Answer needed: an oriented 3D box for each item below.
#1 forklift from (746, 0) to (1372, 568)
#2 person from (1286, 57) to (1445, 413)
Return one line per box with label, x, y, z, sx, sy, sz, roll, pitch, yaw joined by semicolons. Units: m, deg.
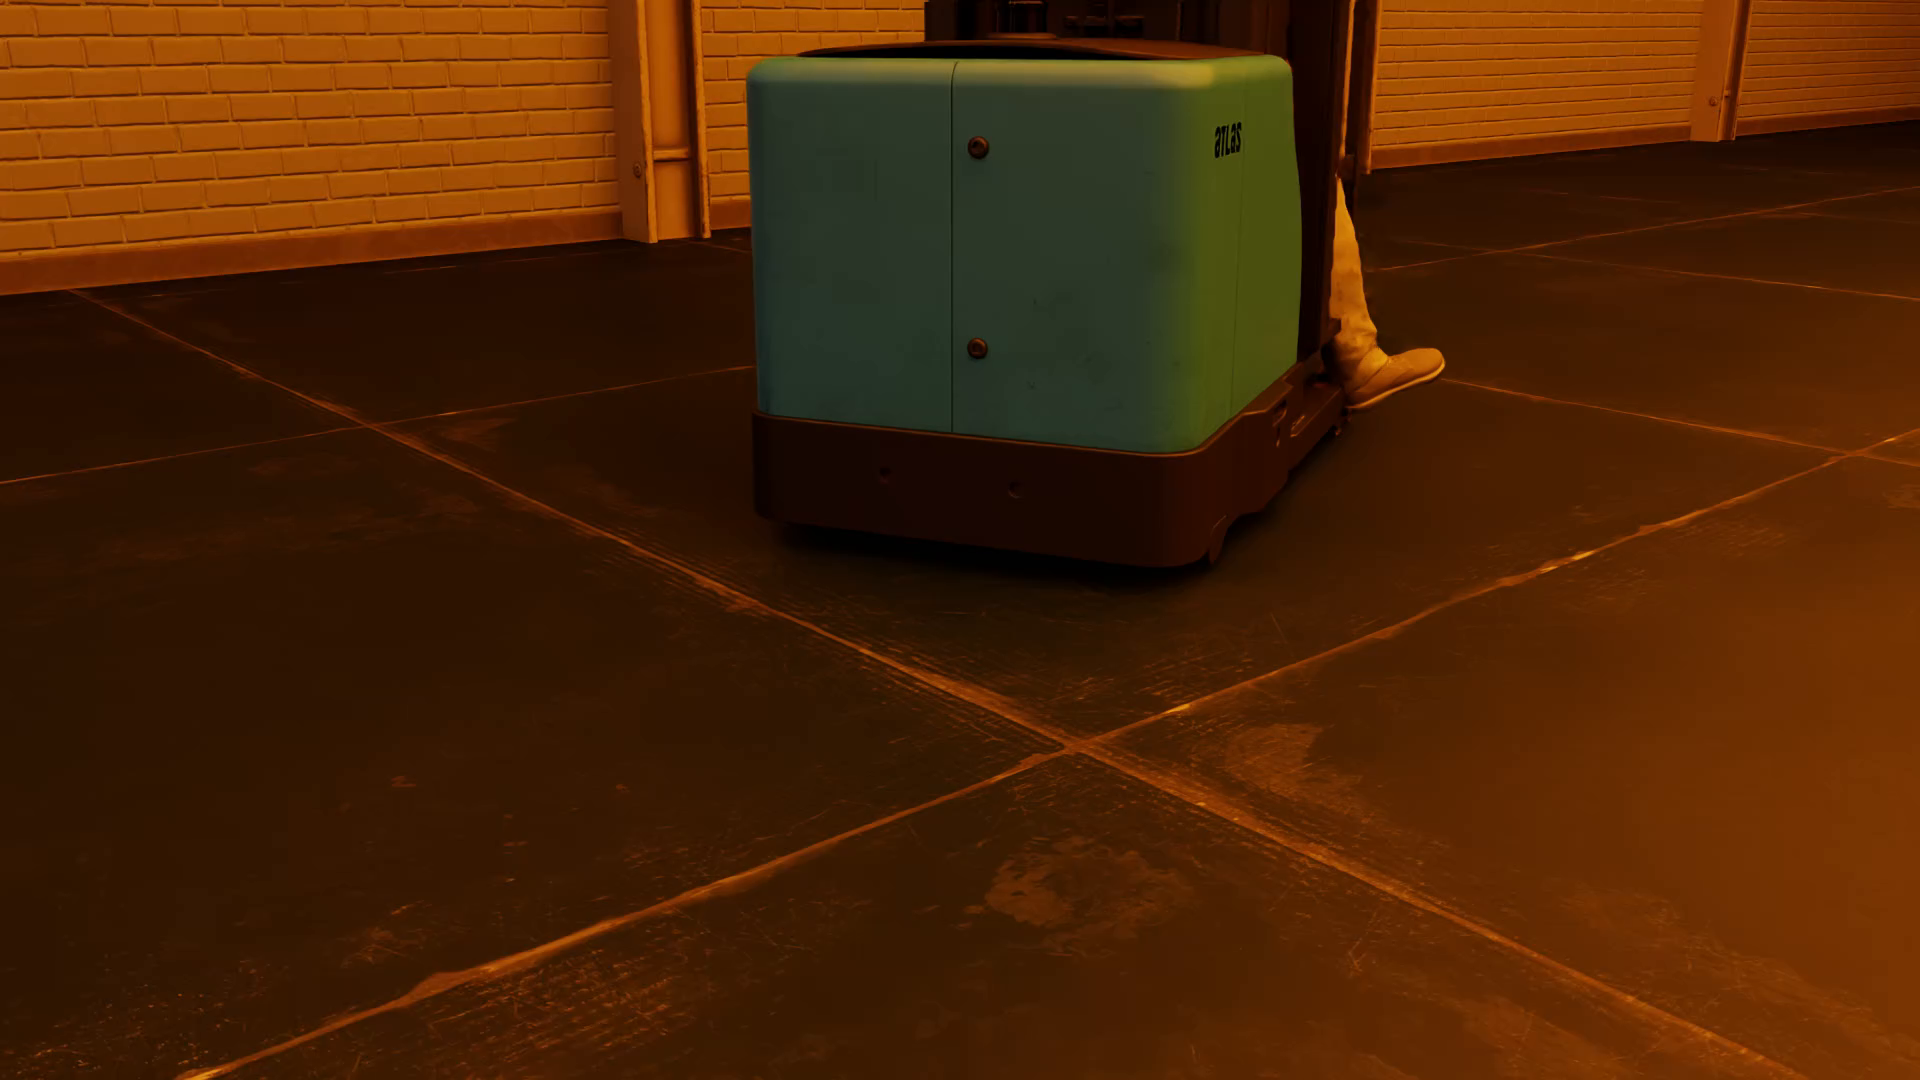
forklift;0.565;-1.739;4.500;1.130;2.935;3.031;7;19;22
person;0.912;-1.176;4.572;0.935;1.691;0.709;-5;18;-17
